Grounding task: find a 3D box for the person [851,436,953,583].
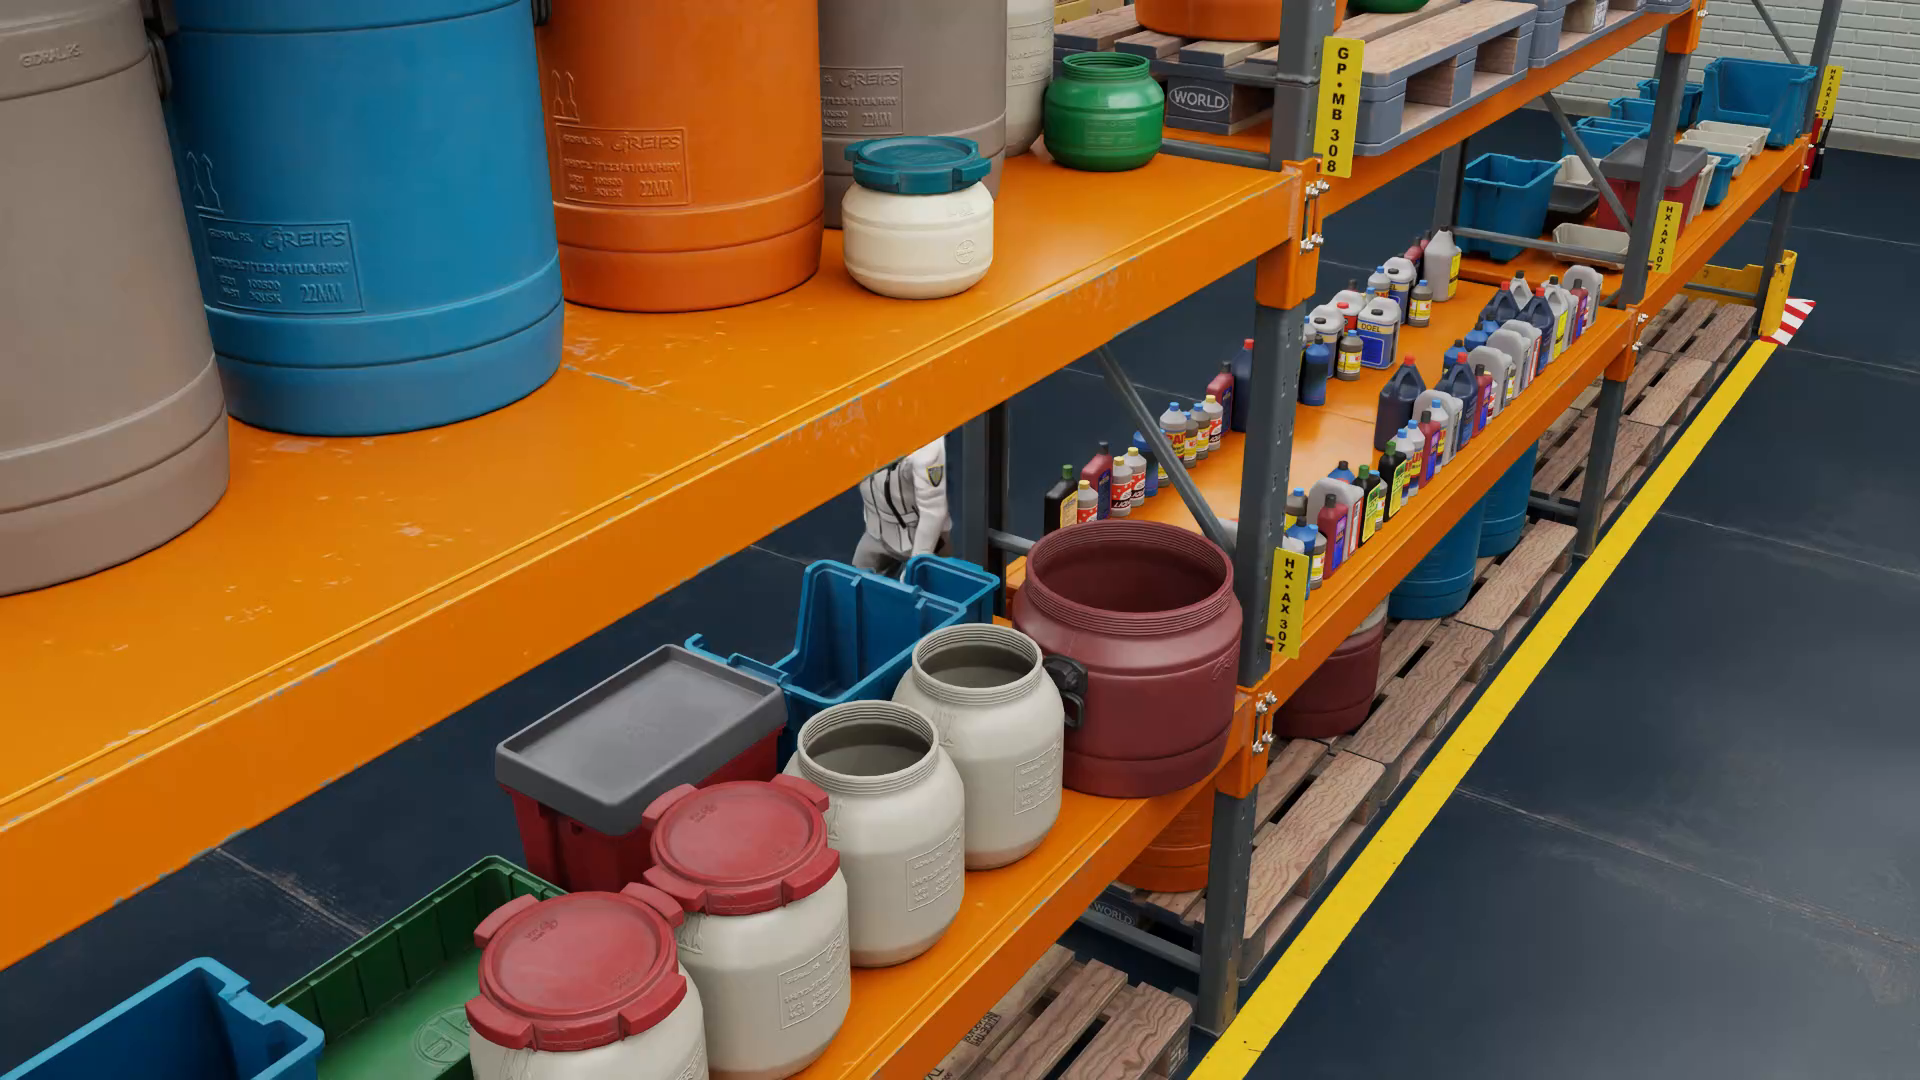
[{"bbox_3d":[-0.254,0.011,6.578,0.871,1.634,0.526,-22,34,-36],"label":"person"}]
